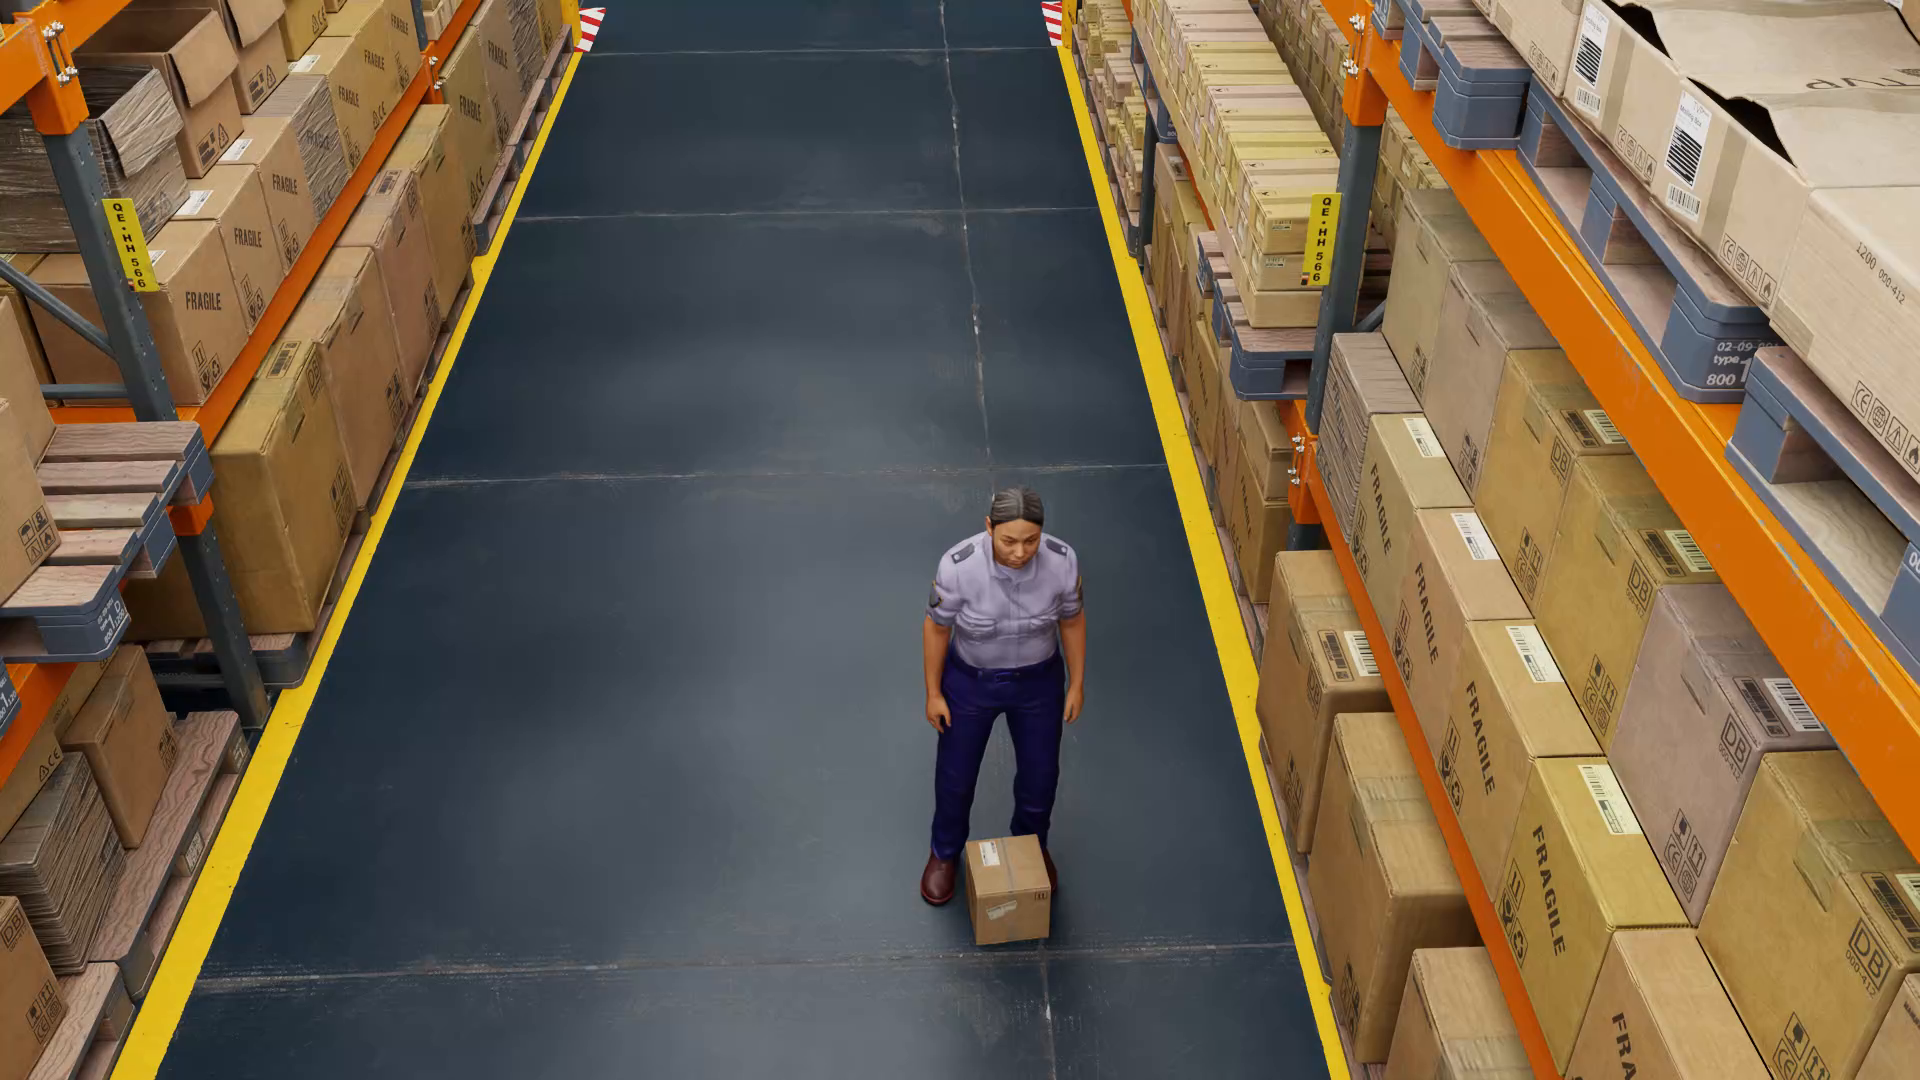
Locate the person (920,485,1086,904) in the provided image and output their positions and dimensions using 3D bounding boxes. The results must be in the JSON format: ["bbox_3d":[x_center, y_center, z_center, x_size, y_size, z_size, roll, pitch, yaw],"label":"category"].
[{"bbox_3d":[0.132,0.492,5.472,0.562,1.640,0.363,-3,36,-4],"label":"person"}]
